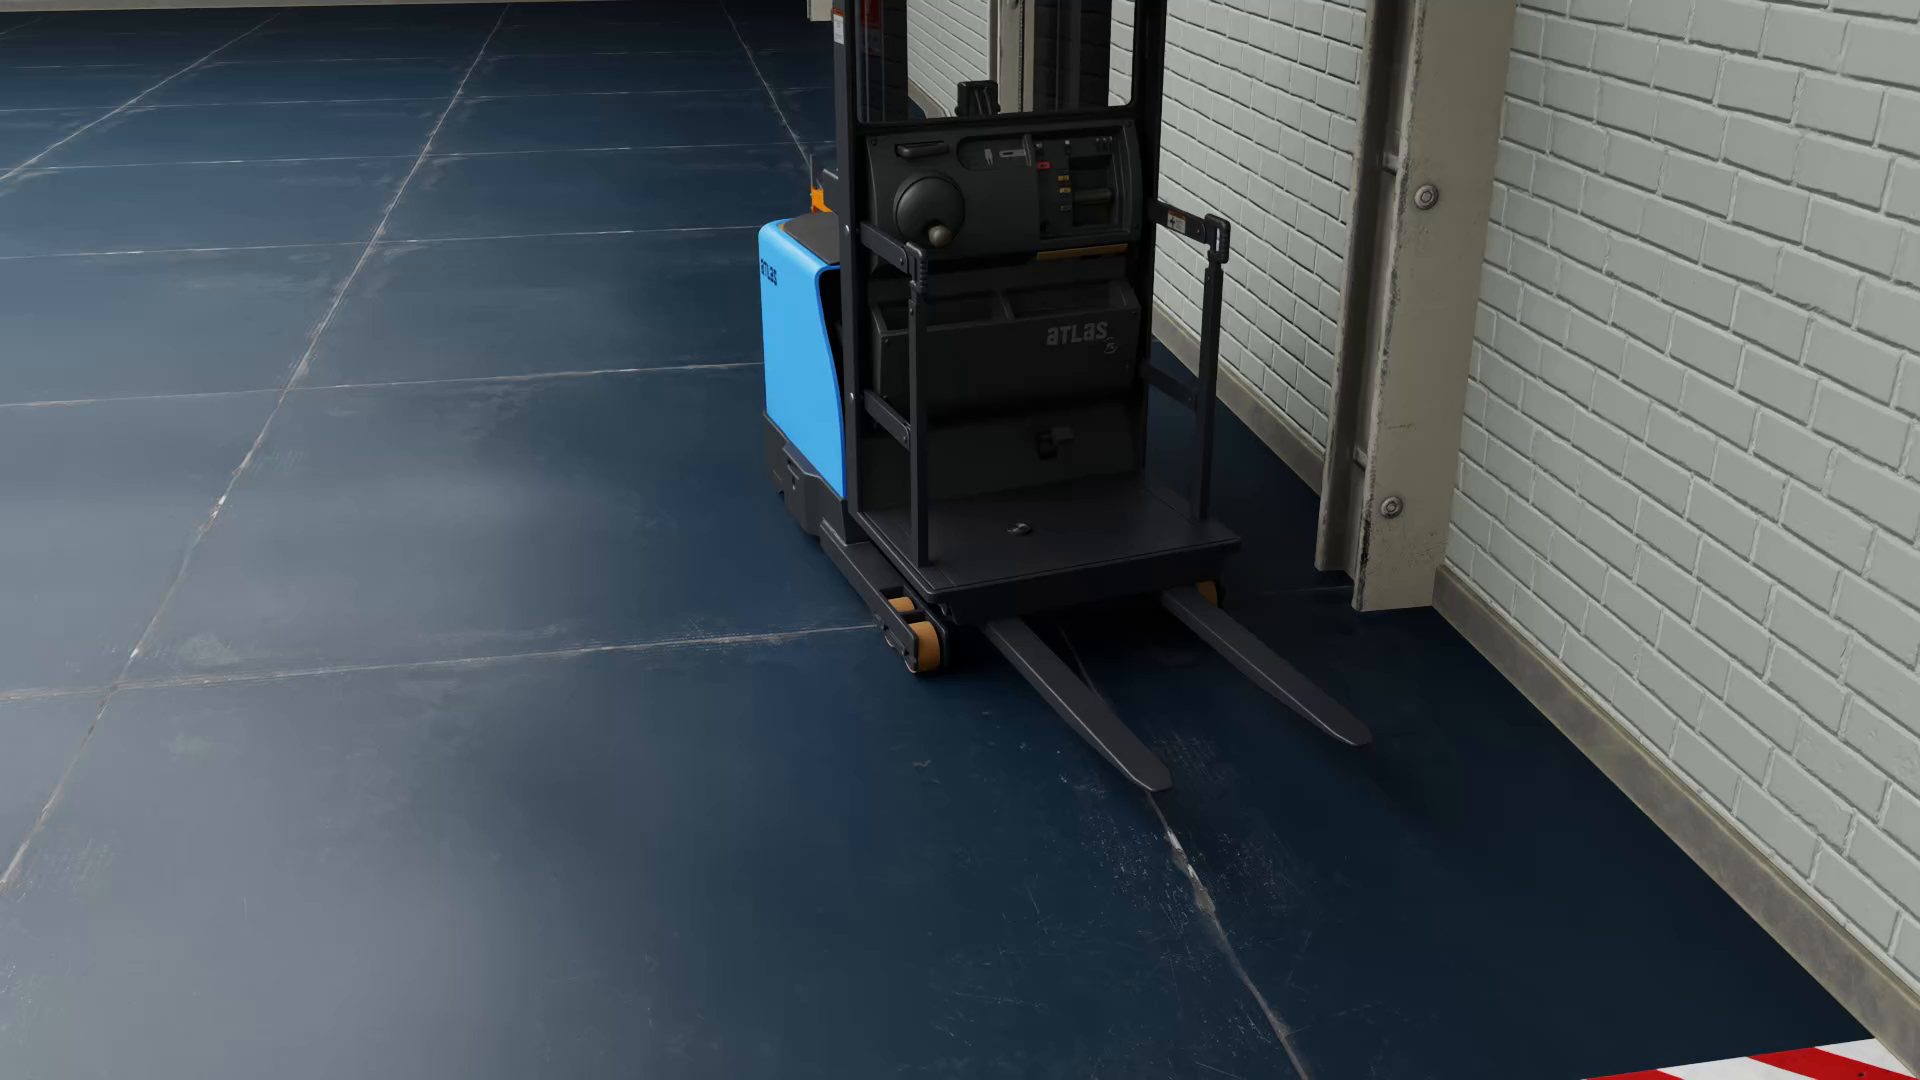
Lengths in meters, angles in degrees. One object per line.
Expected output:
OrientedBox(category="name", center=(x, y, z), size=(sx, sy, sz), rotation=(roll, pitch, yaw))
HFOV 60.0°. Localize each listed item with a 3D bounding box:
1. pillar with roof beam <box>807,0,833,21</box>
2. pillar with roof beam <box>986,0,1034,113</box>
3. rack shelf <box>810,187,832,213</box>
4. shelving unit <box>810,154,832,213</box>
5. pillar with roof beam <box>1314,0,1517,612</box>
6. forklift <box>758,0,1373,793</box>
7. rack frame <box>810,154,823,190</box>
OrientedBox(category="pillar with roof beam", center=(-6.085, -10.729, 19.573), size=(9.100, 9.000, 0.400), rotation=(-4, 24, -10))
OrientedBox(category="pillar with roof beam", center=(-3.866, -6.009, 8.766), size=(9.100, 9.000, 0.400), rotation=(-4, 24, -10))
OrientedBox(category="rack shelf", center=(-0.419, -1.341, 6.840), size=(0.258, 0.148, 0.480), rotation=(-9, 25, -20))
OrientedBox(category="shelving unit", center=(-0.419, -0.981, 6.998), size=(0.258, 1.200, 0.503), rotation=(-9, 25, -20))
OrientedBox(category="pillar with roof beam", center=(-2.757, -3.649, 3.362), size=(9.100, 9.000, 0.400), rotation=(-4, 24, -10))
OrientedBox(category="forklift", center=(0.234, -1.110, 5.131), size=(1.130, 2.935, 3.031), rotation=(-9, 25, -20))
OrientedBox(category="rack frame", center=(-0.511, -1.072, 7.205), size=(0.240, 1.200, 0.015), rotation=(-9, 25, -20))
